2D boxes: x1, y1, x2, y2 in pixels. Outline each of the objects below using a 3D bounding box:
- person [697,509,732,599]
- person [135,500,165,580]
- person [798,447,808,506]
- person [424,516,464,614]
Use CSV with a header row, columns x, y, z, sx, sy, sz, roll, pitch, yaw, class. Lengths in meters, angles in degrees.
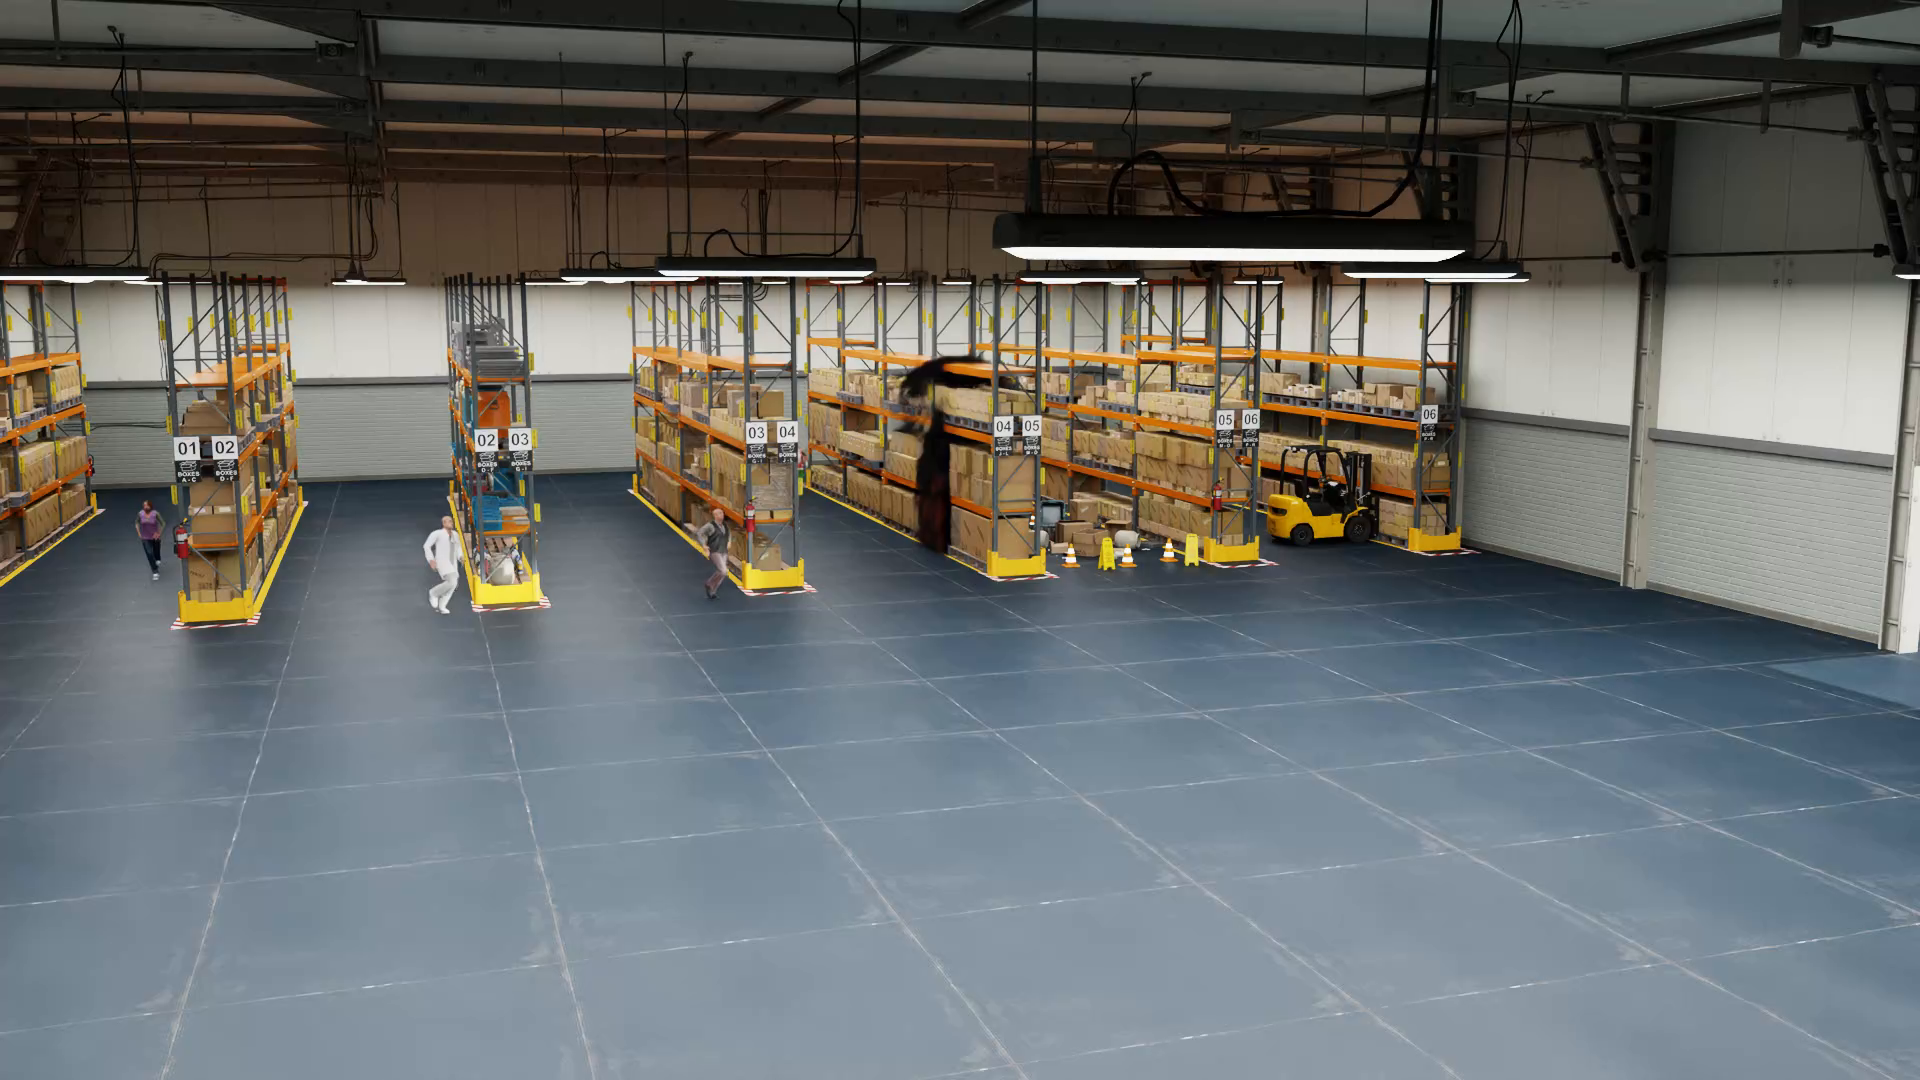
x,y,z,sx,sy,sz,roll,pitch,yaw,class
-4.468,0.254,30.867,0.581,1.670,0.672,5,10,31,person
-16.143,-0.027,33.175,0.559,1.576,0.695,-3,9,-17,person
-4.360,-1.829,44.304,0.667,1.806,0.818,-2,9,-12,person
-9.091,0.431,29.591,0.561,1.699,0.733,5,10,29,person
